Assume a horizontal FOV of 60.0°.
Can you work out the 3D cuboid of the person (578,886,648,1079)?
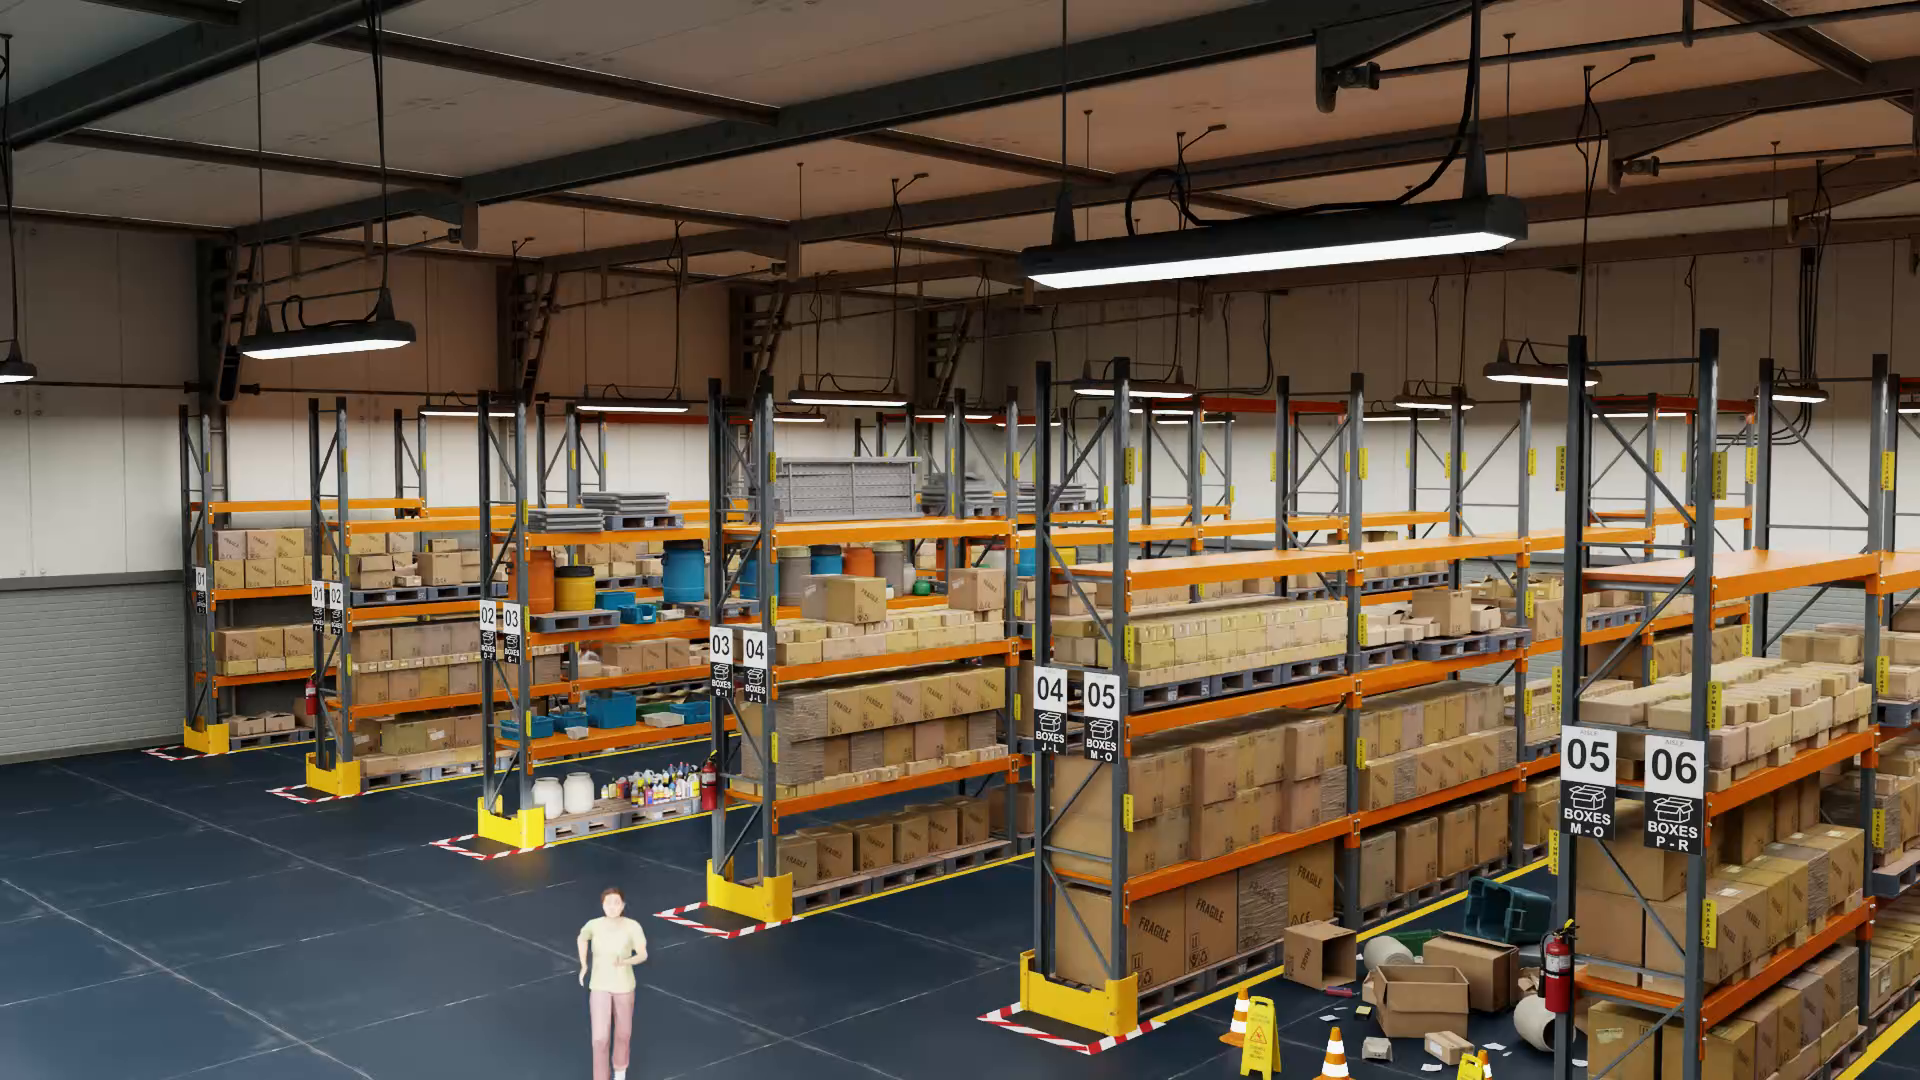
[{"bbox_3d":[-2.778,3.626,13.312,0.544,1.725,0.732,-1,3,-13],"label":"person"}]

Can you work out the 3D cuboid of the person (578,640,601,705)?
[{"bbox_3d":[-6.968,2.666,31.023,0.655,1.759,0.744,2,4,35],"label":"person"}]
